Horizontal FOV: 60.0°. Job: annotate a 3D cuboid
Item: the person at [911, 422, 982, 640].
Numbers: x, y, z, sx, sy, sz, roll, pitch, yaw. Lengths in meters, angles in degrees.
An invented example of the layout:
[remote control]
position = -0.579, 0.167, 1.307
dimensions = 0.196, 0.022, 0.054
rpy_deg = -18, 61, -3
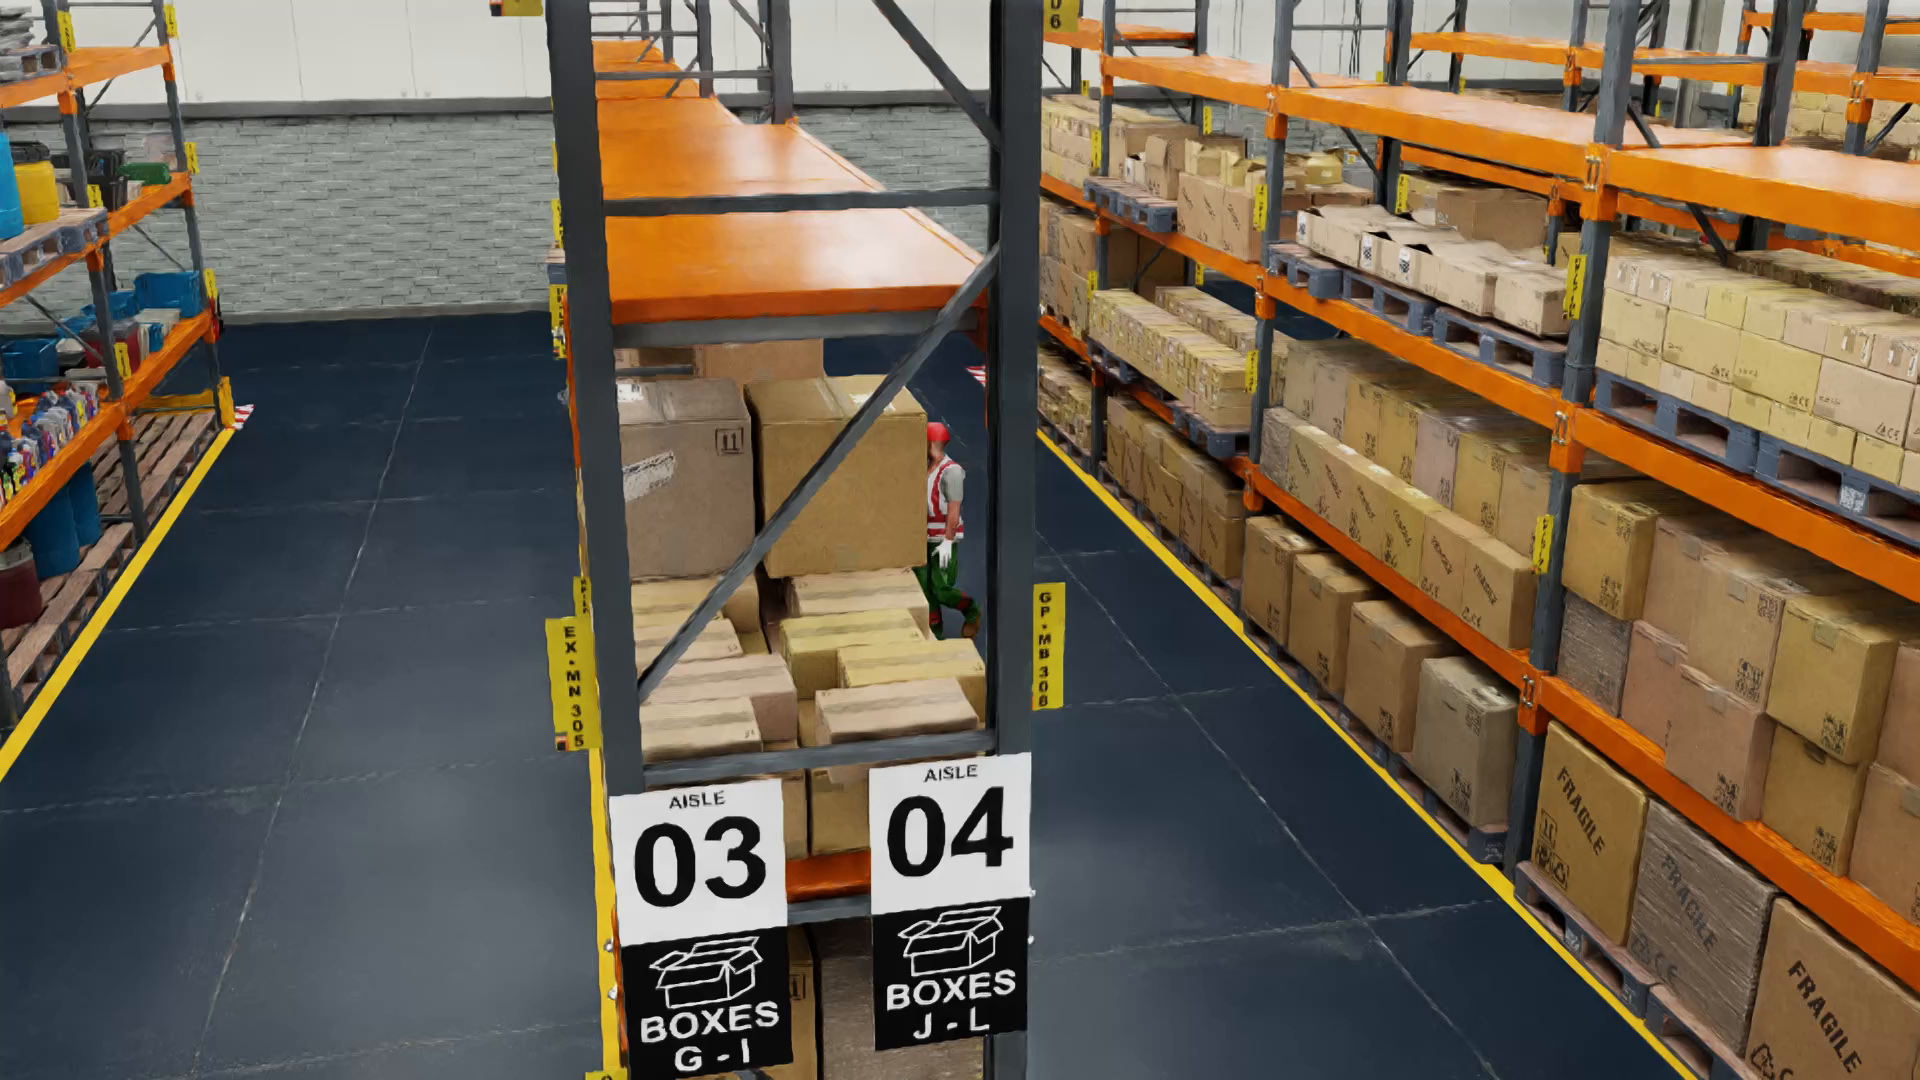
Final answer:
[person]
position = -0.189, 0.000, 12.435
dimensions = 0.669, 1.744, 0.600
rpy_deg = -16, 25, -38
